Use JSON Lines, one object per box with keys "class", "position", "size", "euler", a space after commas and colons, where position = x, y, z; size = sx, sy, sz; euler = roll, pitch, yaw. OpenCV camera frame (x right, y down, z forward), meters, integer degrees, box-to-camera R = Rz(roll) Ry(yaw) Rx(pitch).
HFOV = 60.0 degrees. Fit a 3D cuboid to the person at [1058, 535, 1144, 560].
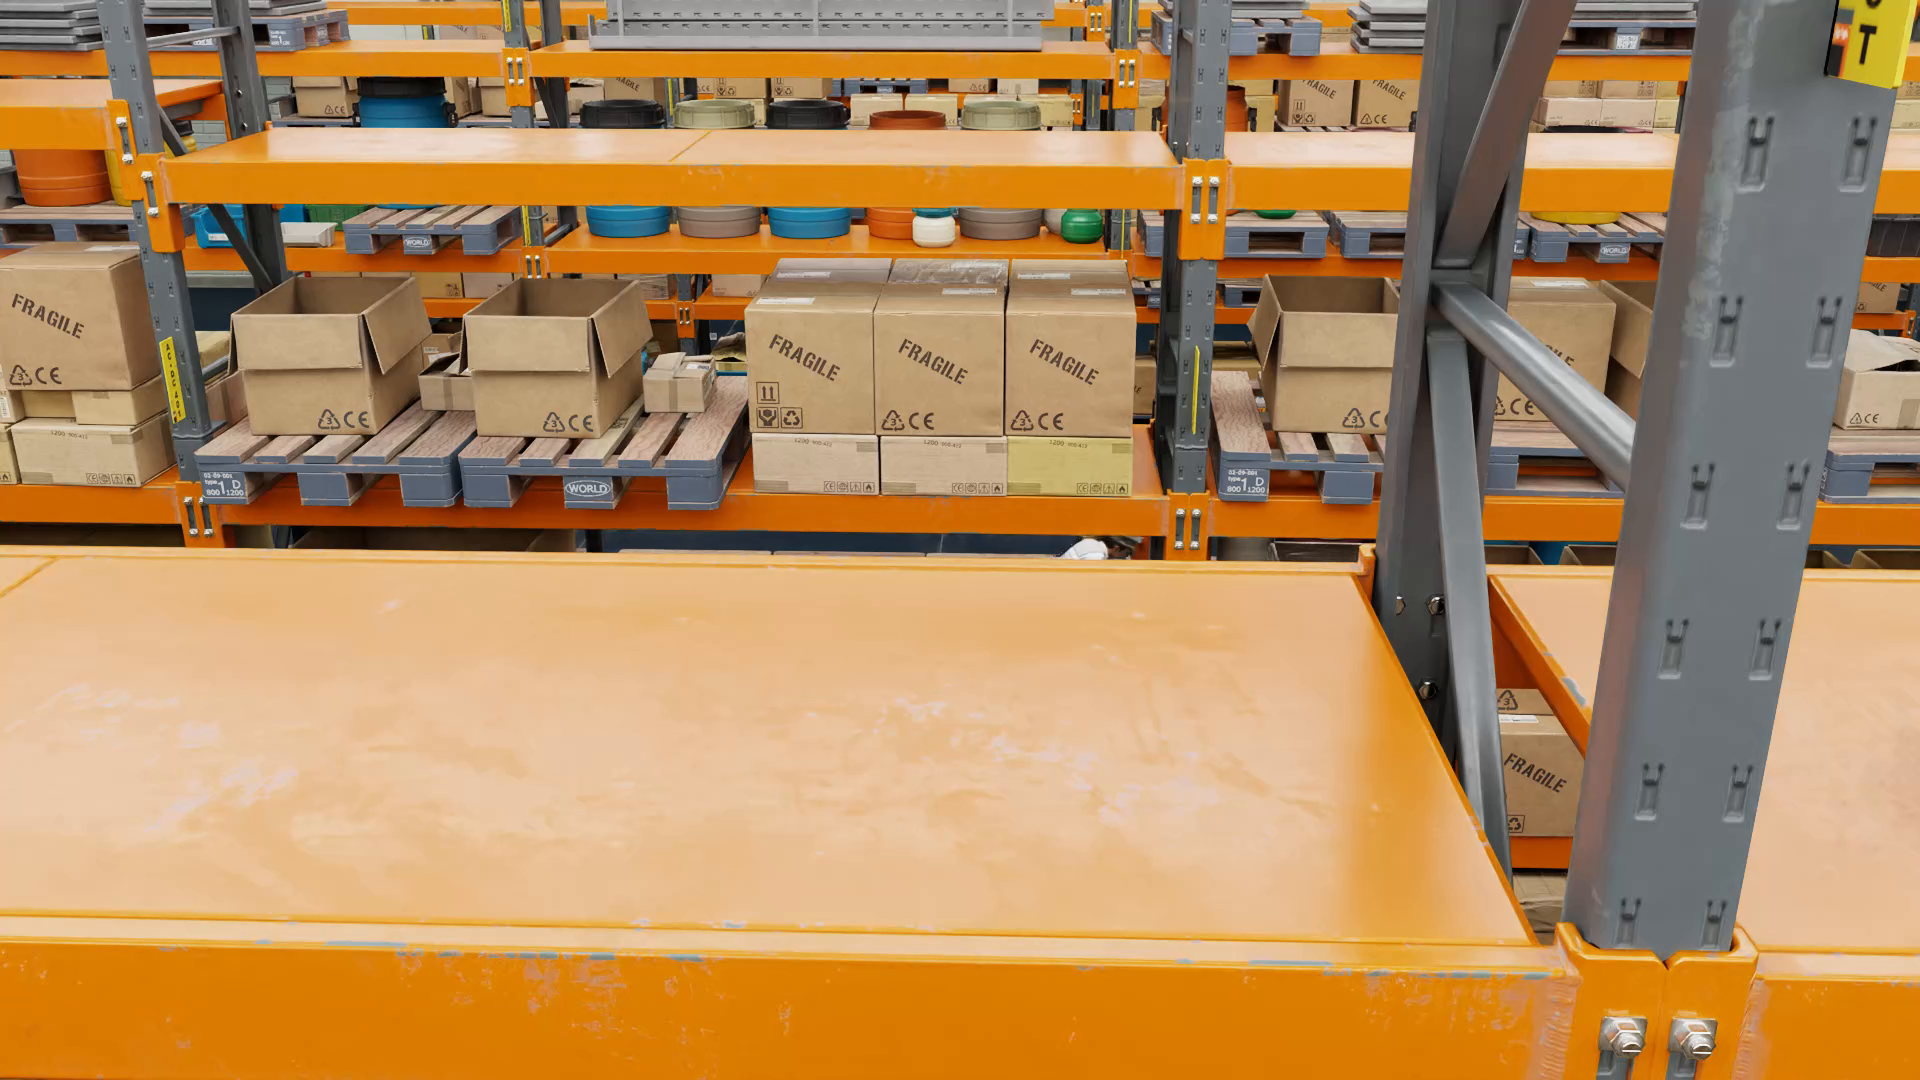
{"class": "person", "position": [0.824, 0.452, 11.105], "size": [0.771, 1.240, 0.530], "euler": [1, 21, 2]}
